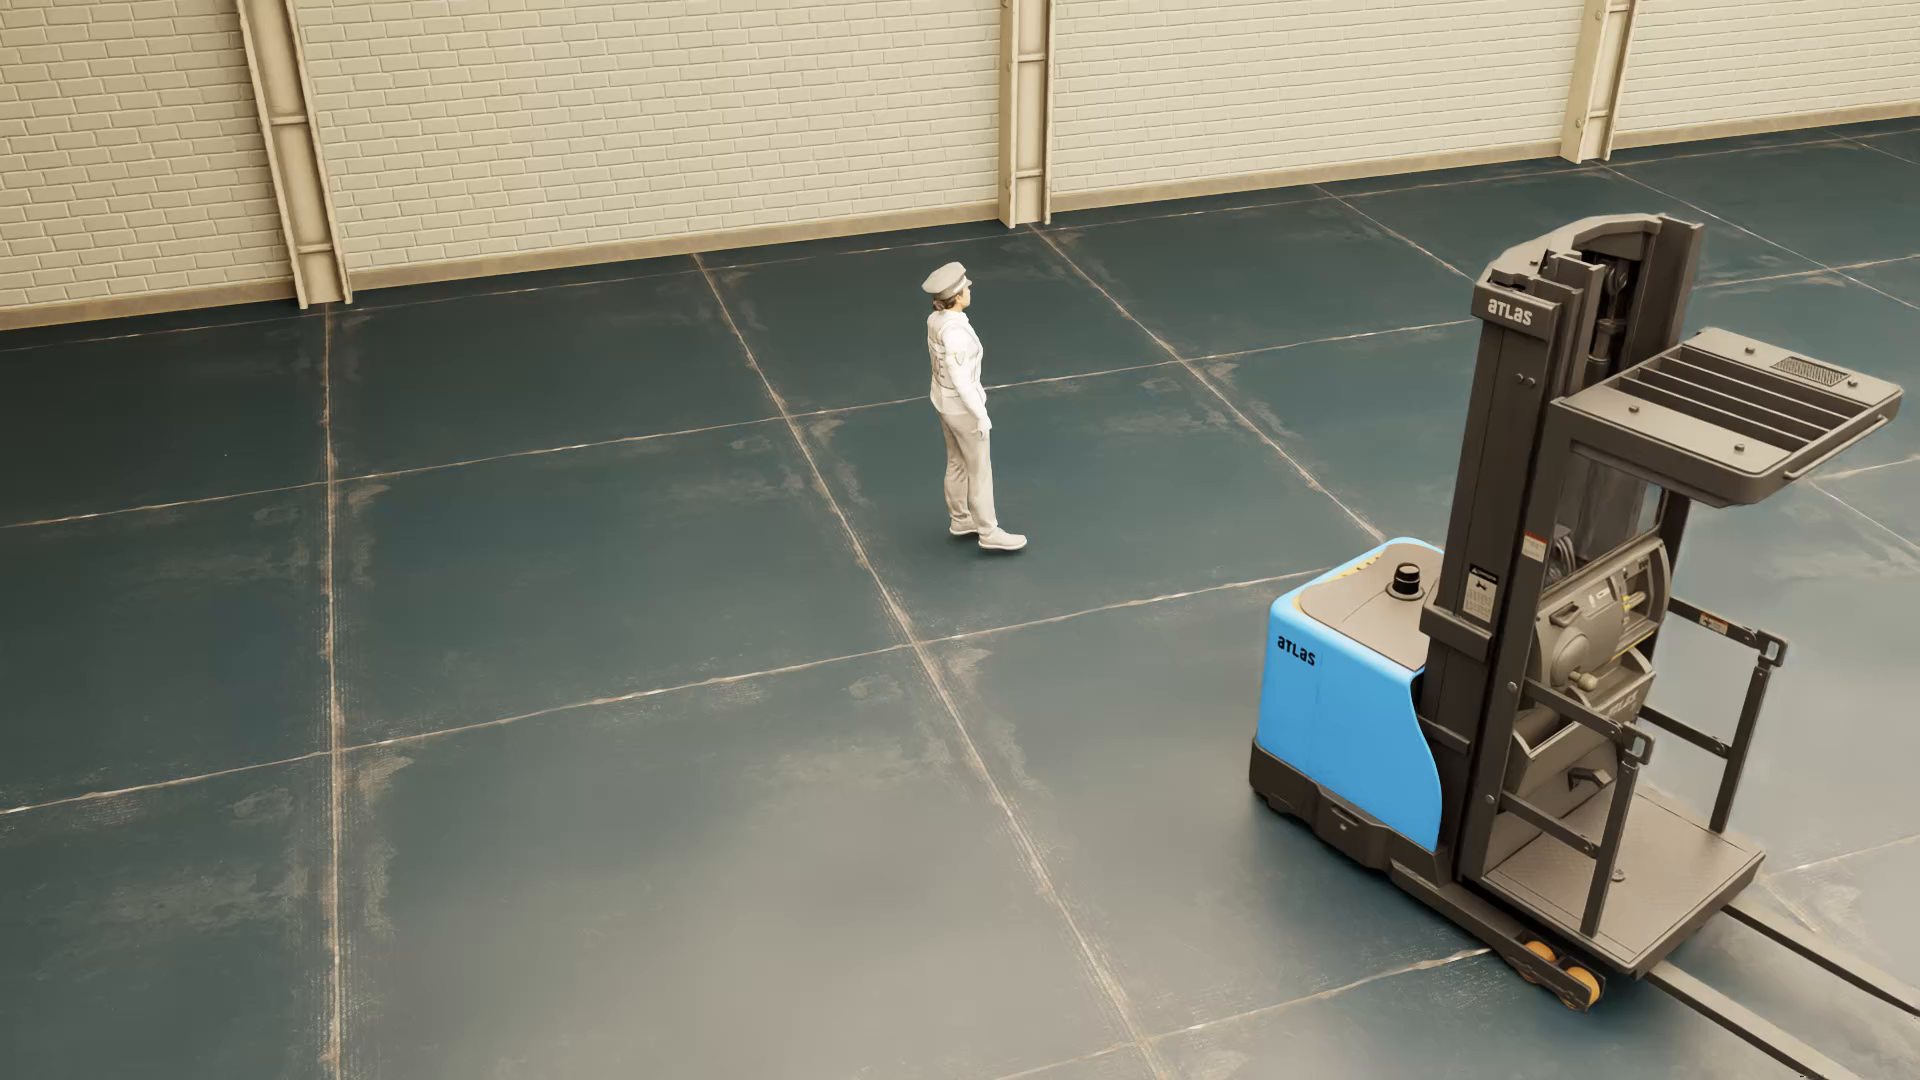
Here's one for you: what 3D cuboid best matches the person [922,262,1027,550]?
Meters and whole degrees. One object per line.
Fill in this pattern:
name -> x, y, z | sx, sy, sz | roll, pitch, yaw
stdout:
person -> 0.068, -0.783, 9.593 | 0.530, 1.694, 0.586 | -10, 31, -16

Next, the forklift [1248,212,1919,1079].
forklift -> 2.699, 0.343, 6.491 | 1.130, 2.935, 3.031 | -23, 37, -34
